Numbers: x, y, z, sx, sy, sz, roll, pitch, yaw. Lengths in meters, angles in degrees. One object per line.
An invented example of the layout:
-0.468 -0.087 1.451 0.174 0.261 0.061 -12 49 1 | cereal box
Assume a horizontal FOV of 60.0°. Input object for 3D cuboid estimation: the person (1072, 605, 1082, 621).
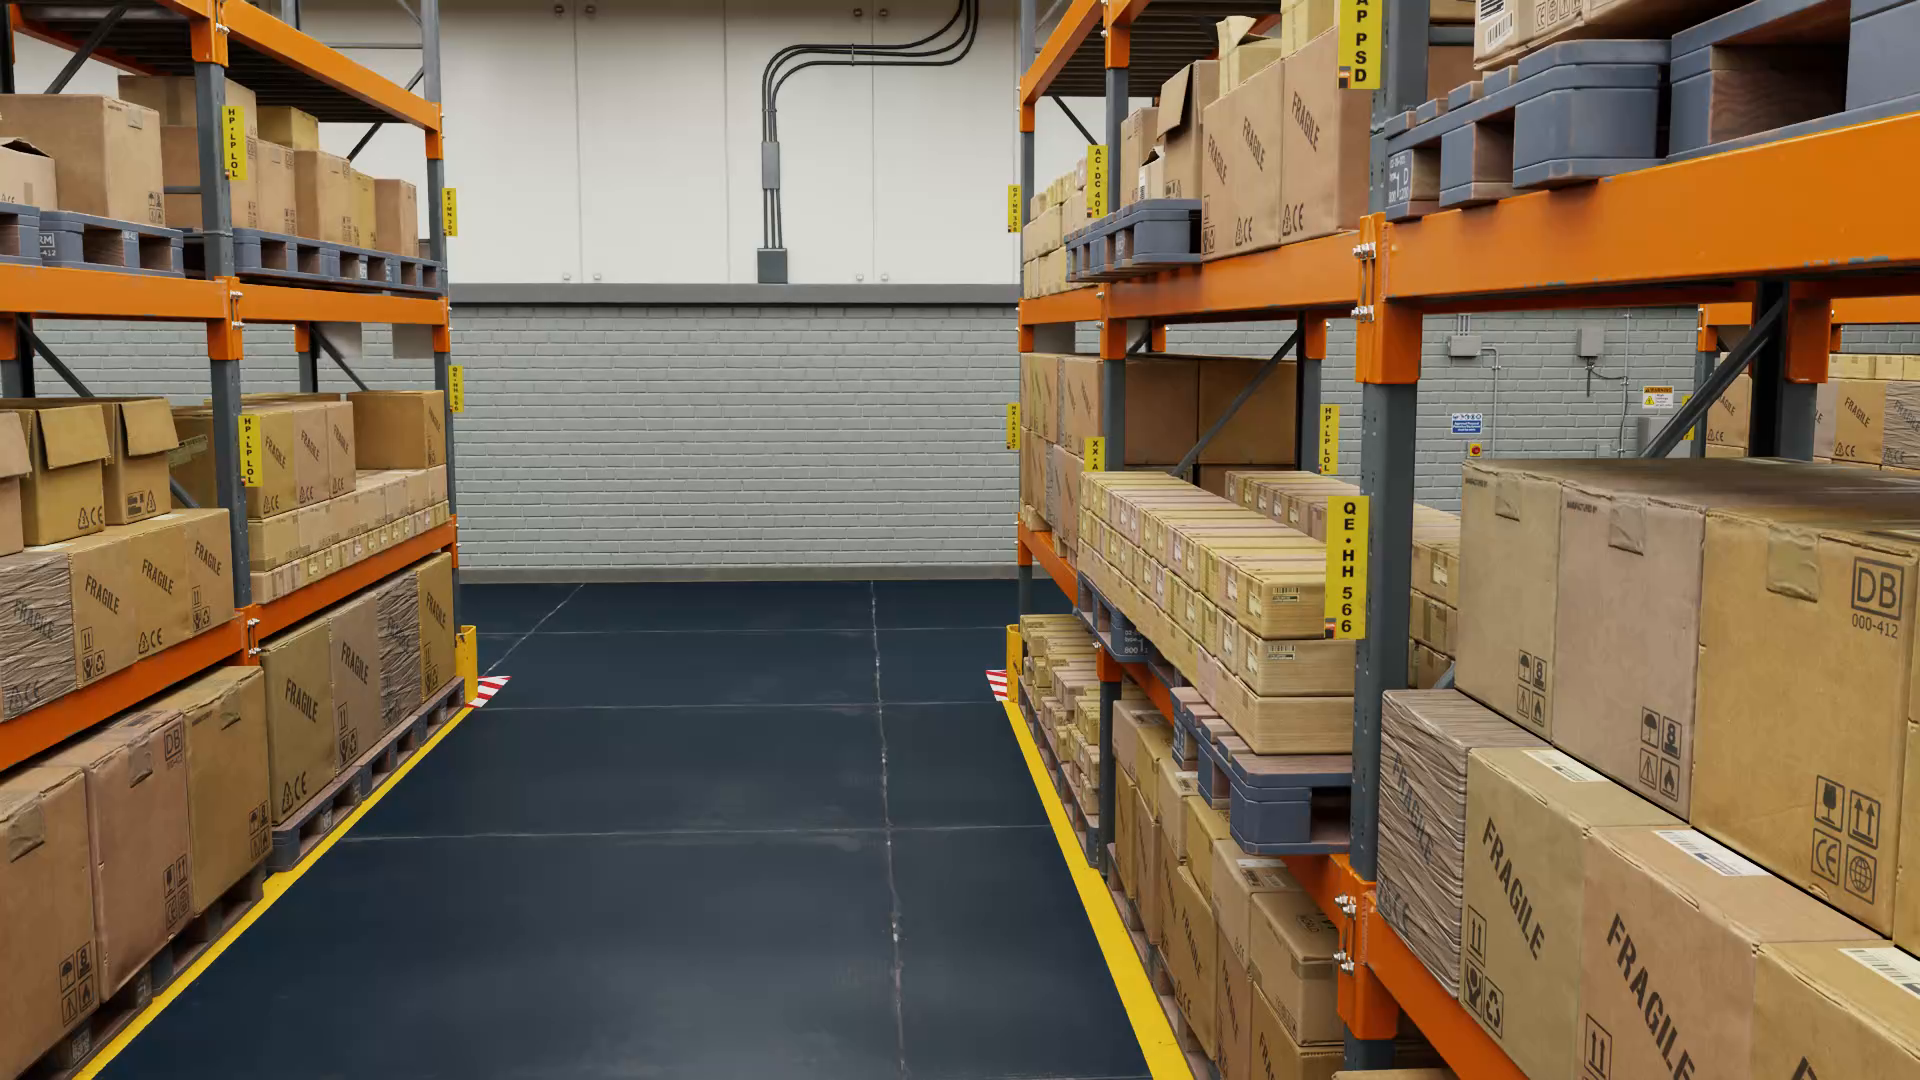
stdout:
1.147 -0.066 14.793 0.393 1.660 0.506 0 7 -3 | person
